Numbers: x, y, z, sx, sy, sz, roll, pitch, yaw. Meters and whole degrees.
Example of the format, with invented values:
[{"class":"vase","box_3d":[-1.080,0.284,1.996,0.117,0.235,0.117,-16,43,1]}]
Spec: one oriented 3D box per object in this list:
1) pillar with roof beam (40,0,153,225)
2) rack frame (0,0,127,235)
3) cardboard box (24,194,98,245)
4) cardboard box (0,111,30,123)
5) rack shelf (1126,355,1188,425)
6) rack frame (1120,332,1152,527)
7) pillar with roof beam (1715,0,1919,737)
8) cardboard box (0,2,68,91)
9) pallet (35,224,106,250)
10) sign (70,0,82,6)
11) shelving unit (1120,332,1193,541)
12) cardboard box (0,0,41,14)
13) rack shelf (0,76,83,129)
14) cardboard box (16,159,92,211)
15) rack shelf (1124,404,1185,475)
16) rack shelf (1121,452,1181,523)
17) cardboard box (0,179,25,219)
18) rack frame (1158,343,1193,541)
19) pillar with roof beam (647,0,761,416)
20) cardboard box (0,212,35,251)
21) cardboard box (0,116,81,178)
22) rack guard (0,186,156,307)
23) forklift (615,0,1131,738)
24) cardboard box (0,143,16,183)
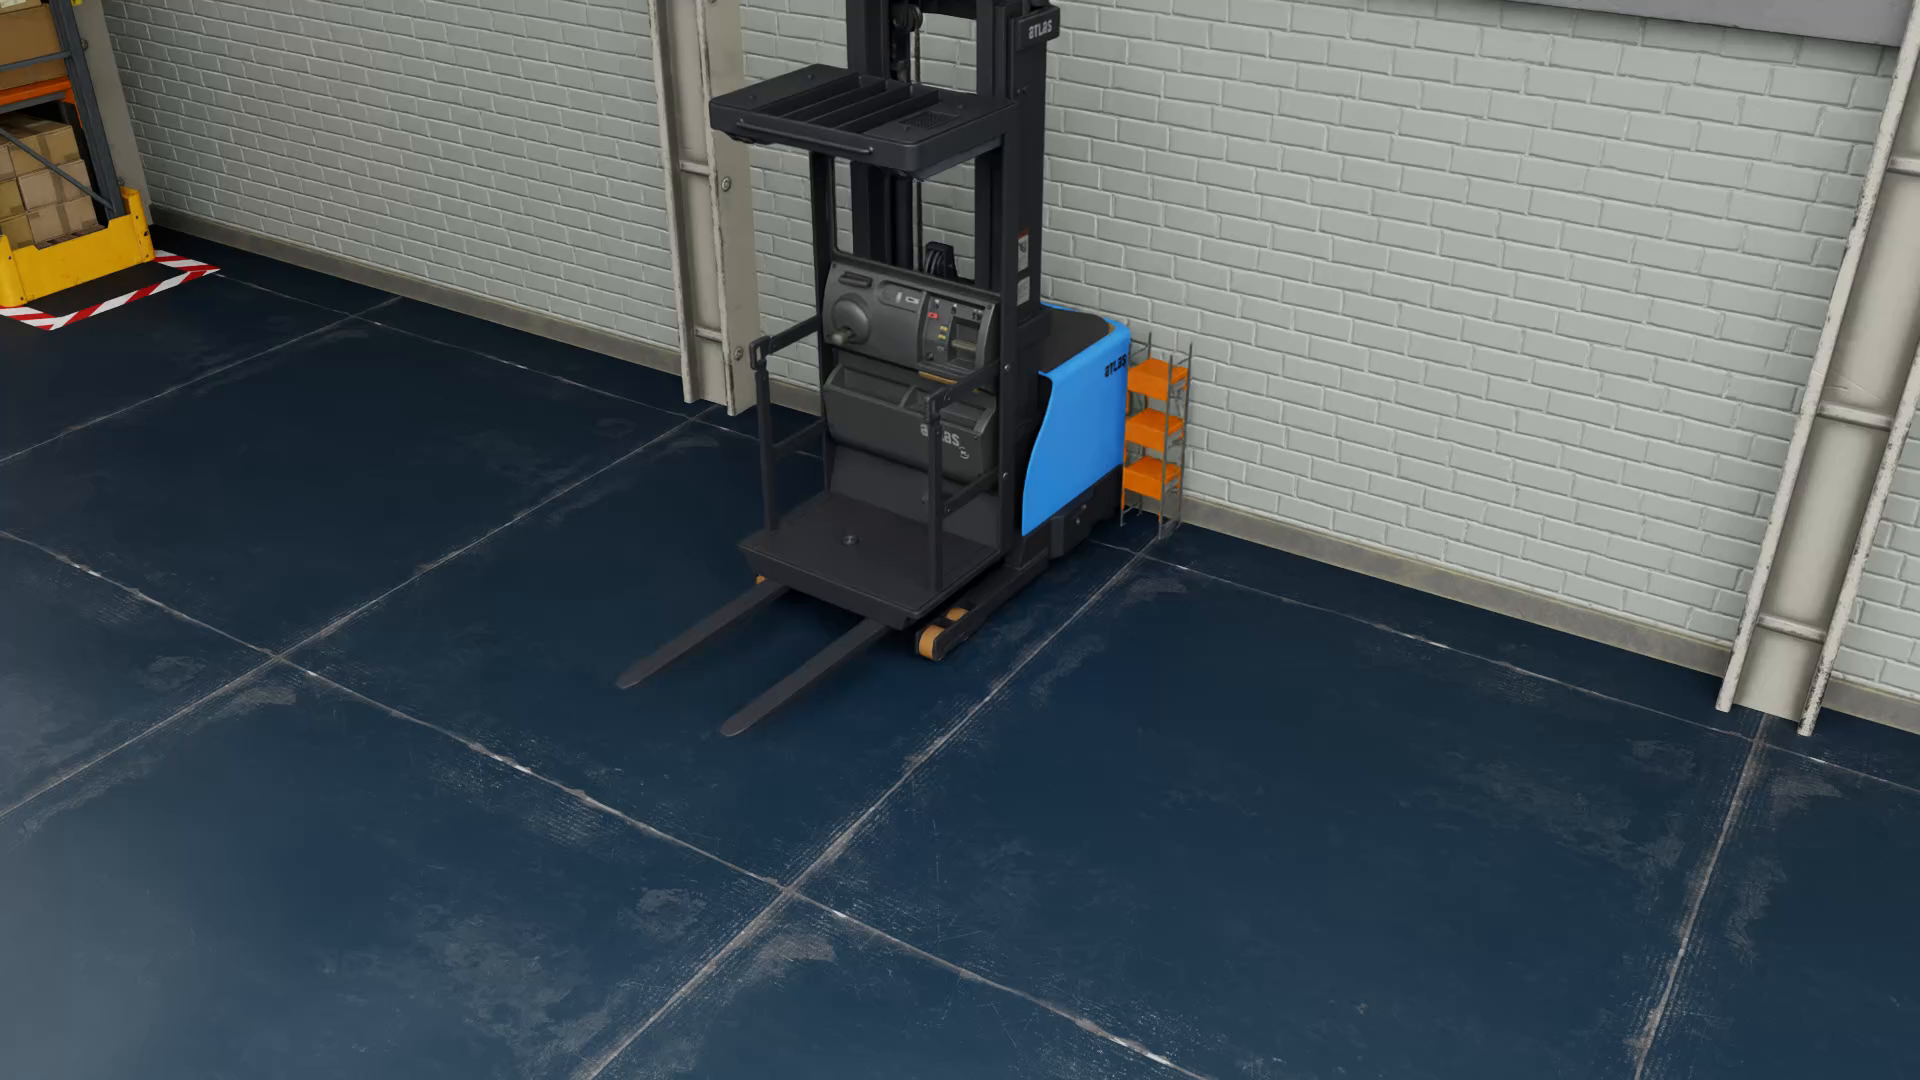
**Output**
[{"class":"pillar with roof beam","box_3d":[-8.818,-4.521,7.570,0.400,9.000,9.100,18,35,27]},{"class":"rack frame","box_3d":[-6.419,-3.196,11.252,0.127,3.000,1.000,18,35,27]},{"class":"cardboard box","box_3d":[-6.731,-2.405,12.207,0.500,0.250,0.500,18,35,28]},{"class":"cardboard box","box_3d":[-7.151,-2.964,12.173,0.500,0.250,0.500,18,35,27]},{"class":"rack shelf","box_3d":[1.009,-0.767,8.476,0.240,0.259,0.215,22,36,33]},{"class":"rack frame","box_3d":[0.916,-0.567,8.678,0.008,1.050,0.200,22,36,33]},{"class":"pillar with roof beam","box_3d":[1.346,-1.306,2.059,0.400,9.000,9.100,18,35,27]},{"class":"cardboard box","box_3d":[-6.691,-3.491,11.657,0.500,0.500,0.500,19,35,29]},{"class":"pallet","box_3d":[-7.089,-2.179,12.275,1.213,0.211,1.003,18,35,27]},{"class":"sign","box_3d":[-6.119,-3.839,11.417,0.005,0.325,0.100,18,35,27]},{"class":"shelving unit","box_3d":[1.011,-0.529,8.610,0.252,1.050,0.215,22,36,33]},{"class":"cardboard box","box_3d":[-6.568,-3.721,11.409,0.250,0.149,0.380,17,34,26]},{"class":"rack shelf","box_3d":[-8.113,-3.421,12.351,4.000,0.370,1.077,18,35,27]},{"class":"cardboard box","box_3d":[-6.707,-2.620,12.081,0.500,0.250,0.500,18,35,28]},{"class":"rack shelf","box_3d":[1.011,-0.520,8.616,0.240,0.259,0.215,22,36,33]},{"class":"rack shelf","box_3d":[1.012,-0.278,8.752,0.240,0.259,0.215,22,36,33]},{"class":"cardboard box","box_3d":[-6.997,-2.403,11.708,0.500,0.250,0.500,17,34,27]},{"class":"rack frame","box_3d":[1.105,-0.492,8.543,0.008,1.050,0.200,22,36,33]},{"class":"pillar with roof beam","box_3d":[-3.736,-2.914,4.814,0.400,9.000,9.100,18,35,27]},{"class":"cardboard box","box_3d":[-6.985,-2.181,11.823,0.500,0.250,0.500,18,35,28]},{"class":"cardboard box","box_3d":[-6.725,-2.831,11.946,0.500,0.250,0.500,17,34,27]},{"class":"rack guard","box_3d":[-6.399,-2.110,11.871,0.348,0.500,1.175,18,35,27]},{"class":"forklift","box_3d":[-0.364,-0.976,7.514,1.130,2.935,3.031,19,35,30]},{"class":"cardboard box","box_3d":[-6.975,-2.612,11.570,0.500,0.250,0.500,19,35,29]}]
